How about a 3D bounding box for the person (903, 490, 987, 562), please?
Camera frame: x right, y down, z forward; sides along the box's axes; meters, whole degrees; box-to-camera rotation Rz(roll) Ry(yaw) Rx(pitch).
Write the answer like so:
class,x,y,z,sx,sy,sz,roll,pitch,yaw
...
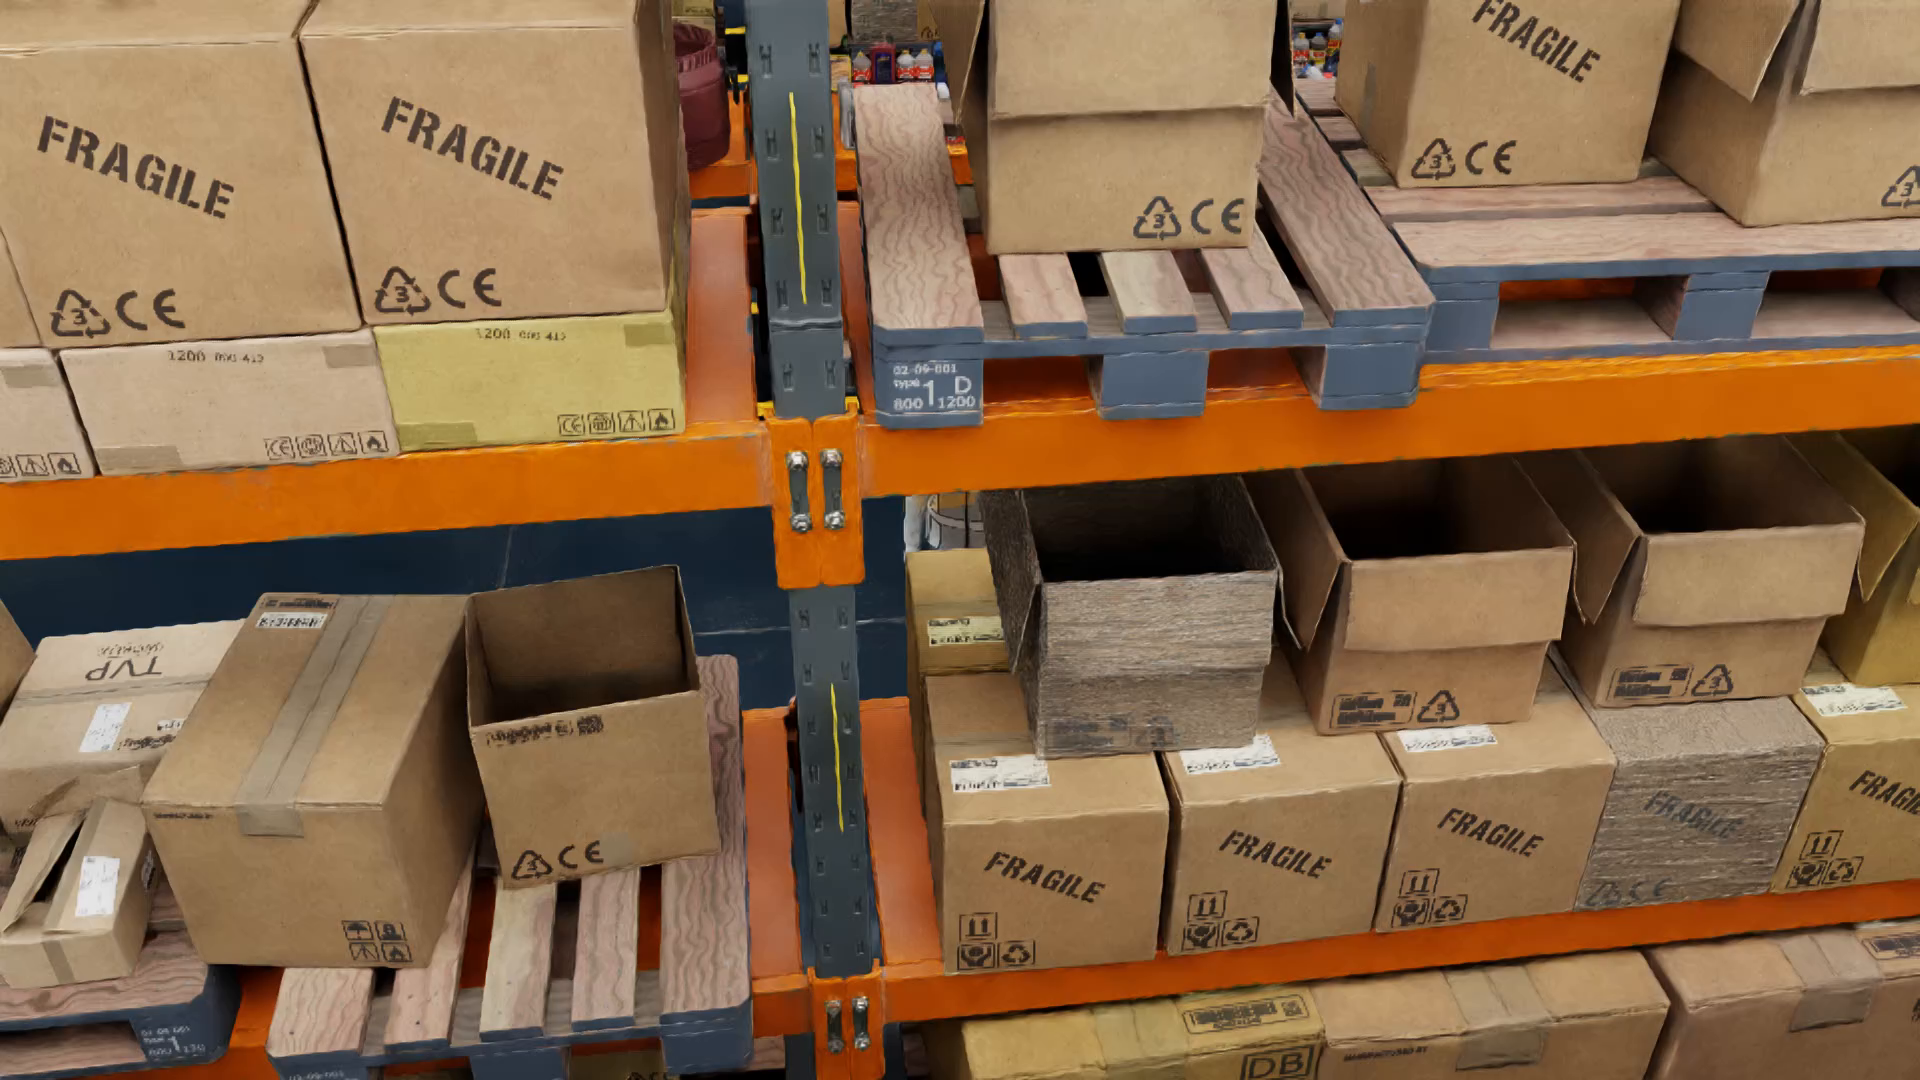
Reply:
class,x,y,z,sx,sy,sz,roll,pitch,yaw
person,0.047,0.040,6.042,0.528,1.681,0.365,9,36,12
